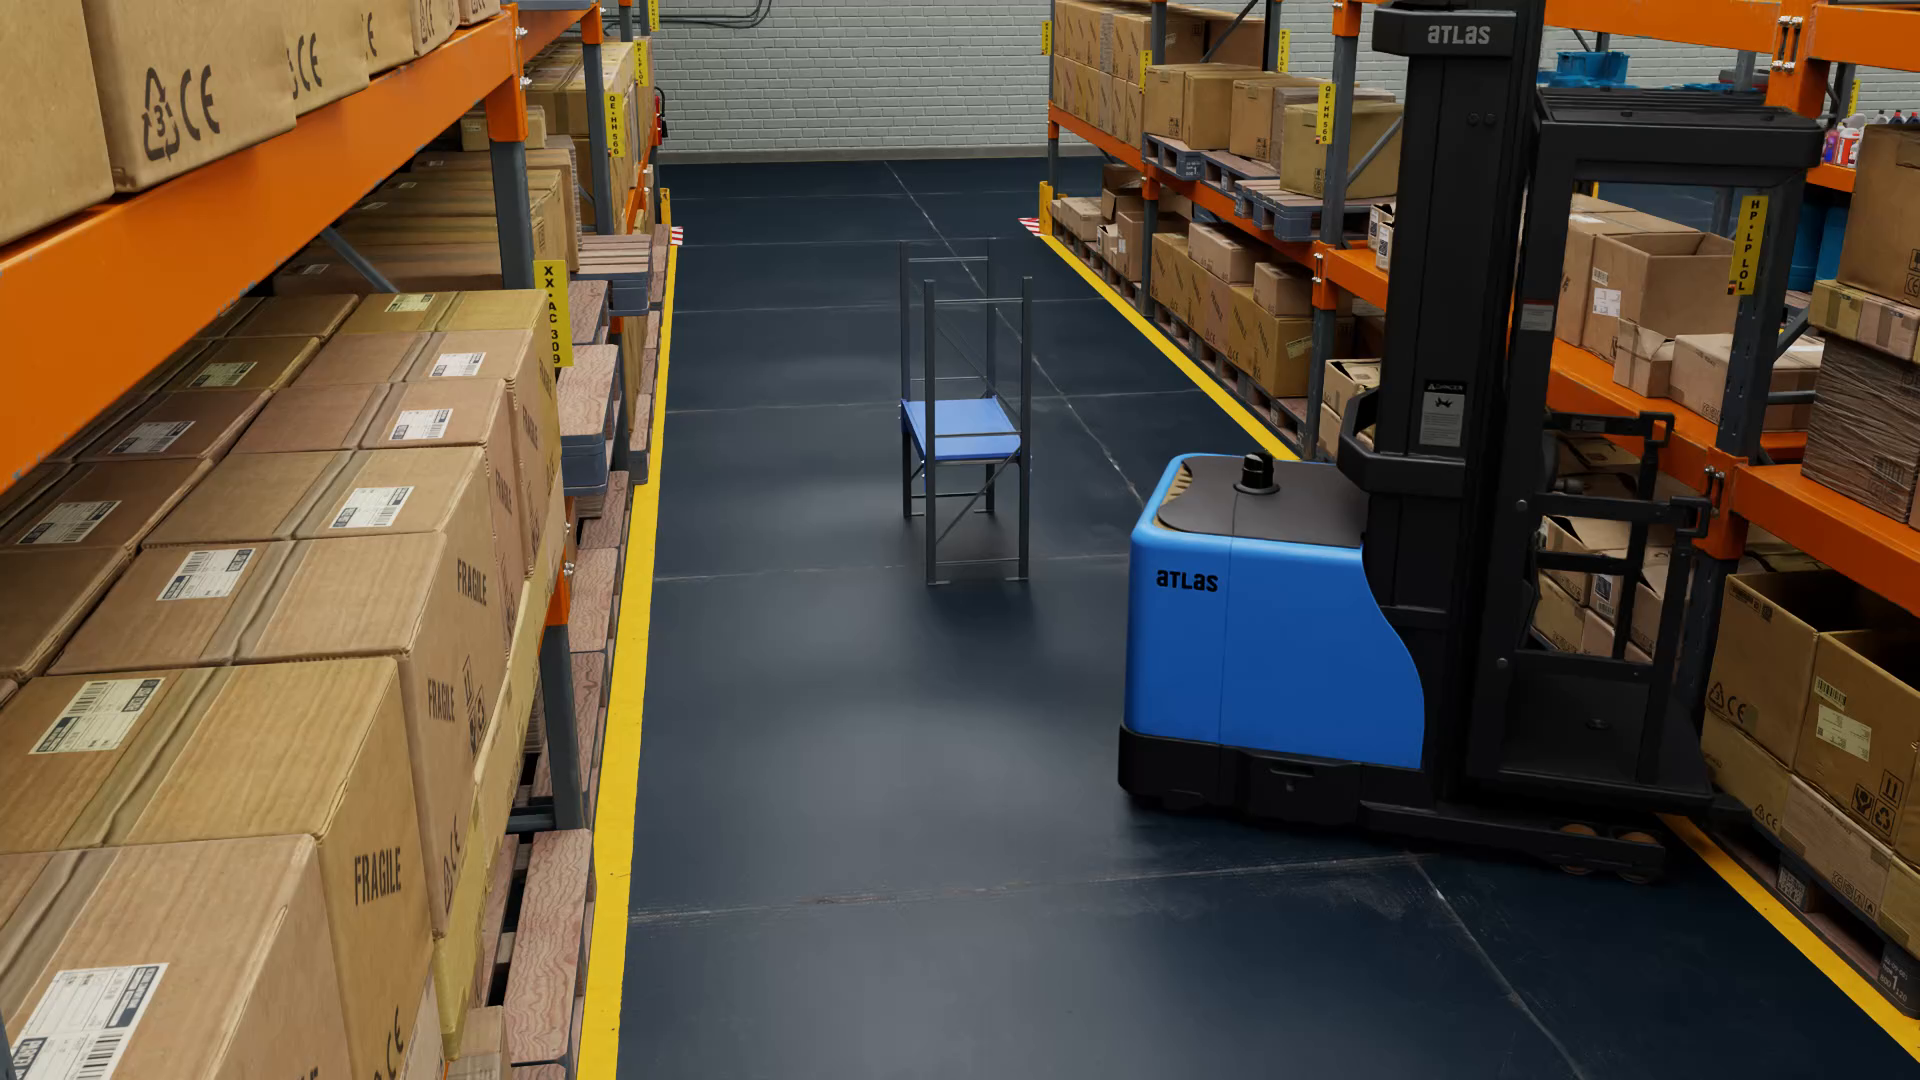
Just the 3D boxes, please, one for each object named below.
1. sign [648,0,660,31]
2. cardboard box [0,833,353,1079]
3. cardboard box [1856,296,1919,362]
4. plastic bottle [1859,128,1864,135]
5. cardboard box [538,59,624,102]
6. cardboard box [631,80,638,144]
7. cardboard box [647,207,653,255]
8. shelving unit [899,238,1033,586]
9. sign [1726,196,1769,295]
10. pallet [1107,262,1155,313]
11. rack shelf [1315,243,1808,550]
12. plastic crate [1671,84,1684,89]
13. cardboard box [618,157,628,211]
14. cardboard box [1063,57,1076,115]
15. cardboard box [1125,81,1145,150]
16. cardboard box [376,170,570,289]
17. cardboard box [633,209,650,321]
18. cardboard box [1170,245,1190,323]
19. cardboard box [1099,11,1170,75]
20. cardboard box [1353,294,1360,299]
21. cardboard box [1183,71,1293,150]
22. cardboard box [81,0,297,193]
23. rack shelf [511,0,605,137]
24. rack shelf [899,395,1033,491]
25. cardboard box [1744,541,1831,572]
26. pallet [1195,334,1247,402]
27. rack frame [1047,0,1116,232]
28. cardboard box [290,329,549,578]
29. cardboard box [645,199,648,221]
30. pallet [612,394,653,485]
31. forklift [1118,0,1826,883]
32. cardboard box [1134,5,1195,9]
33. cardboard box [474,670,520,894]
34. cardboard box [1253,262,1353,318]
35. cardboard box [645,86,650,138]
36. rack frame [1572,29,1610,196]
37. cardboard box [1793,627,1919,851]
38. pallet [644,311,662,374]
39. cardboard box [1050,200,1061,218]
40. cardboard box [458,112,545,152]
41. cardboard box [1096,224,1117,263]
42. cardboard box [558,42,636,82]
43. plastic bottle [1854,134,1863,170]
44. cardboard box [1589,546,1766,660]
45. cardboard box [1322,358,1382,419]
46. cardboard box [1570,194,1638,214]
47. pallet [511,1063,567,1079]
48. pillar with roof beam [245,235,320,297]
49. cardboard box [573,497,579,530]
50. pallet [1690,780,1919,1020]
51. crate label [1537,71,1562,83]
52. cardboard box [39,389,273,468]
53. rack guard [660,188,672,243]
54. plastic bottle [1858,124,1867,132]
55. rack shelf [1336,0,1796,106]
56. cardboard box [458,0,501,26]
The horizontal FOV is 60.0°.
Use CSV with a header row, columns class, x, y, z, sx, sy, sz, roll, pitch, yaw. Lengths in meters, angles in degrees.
class,x,y,z,sx,sy,sz,roll,pitch,yaw
sign,-2.955,-5.075,16.024,0.100,0.325,0.005,-3,21,-8
cardboard box,-0.959,0.669,1.751,0.500,0.500,0.500,-3,21,-8
cardboard box,3.021,-0.657,5.118,0.380,0.149,0.250,-3,21,-7
plastic bottle,6.860,-2.964,12.541,0.152,0.276,0.135,-3,21,-8
cardboard box,-2.385,-2.882,10.477,0.500,0.250,0.500,-3,21,-9
cardboard box,-2.602,-3.063,12.033,0.500,0.500,0.500,-3,21,-9
cardboard box,-3.065,-2.656,14.513,0.700,0.500,0.500,-2,21,-6
shelving unit,0.012,-0.673,8.375,0.538,1.500,1.048,-3,21,-8
sign,2.602,-0.970,5.485,0.100,0.325,0.005,-3,21,-8
pallet,1.886,-2.197,14.297,1.003,0.211,1.213,-3,21,-8
rack shelf,2.849,-0.851,7.736,1.077,0.370,4.000,-3,21,-8
plastic crate,6.848,-4.025,15.289,0.437,0.282,0.530,-3,21,-8
cardboard box,-2.224,-2.188,9.691,0.500,0.500,0.500,-2,21,-6
cardboard box,1.290,-4.352,15.939,0.500,0.500,0.500,-3,21,-8
cardboard box,1.658,-3.473,13.584,0.500,0.500,0.500,-3,21,-7
cardboard box,-2.062,-1.290,7.111,0.700,0.500,0.500,-3,21,-8
cardboard box,-2.695,-1.986,12.218,0.750,0.750,0.750,-3,21,-7
cardboard box,1.900,-1.937,12.559,0.500,0.500,0.500,-3,21,-7
cardboard box,1.506,-4.295,14.356,0.500,0.500,0.500,-3,21,-7
cardboard box,2.629,-1.443,11.236,0.500,0.500,0.500,-3,21,-8
cardboard box,1.993,-3.099,11.983,0.700,0.500,0.500,0,20,1
cardboard box,-1.031,-0.637,1.677,0.500,0.500,0.500,-2,21,-4
rack shelf,-2.053,-2.005,6.539,1.077,0.370,4.000,-3,21,-8
rack shelf,0.012,-0.505,8.438,0.538,0.185,1.000,-3,21,-8
cardboard box,3.324,0.177,6.483,0.500,0.311,0.500,-3,21,-8
pallet,2.318,-1.256,11.778,1.003,0.211,1.213,-3,21,-8
rack frame,1.407,-4.651,16.881,1.000,3.000,0.127,-3,21,-8
cardboard box,-1.313,-0.214,4.117,0.500,0.500,0.500,-3,21,-8
cardboard box,-2.793,-2.736,13.800,0.380,0.149,0.250,-2,21,-6
pallet,-2.380,-0.600,10.021,1.003,0.211,1.213,-3,21,-8
forklift,2.156,-0.422,5.656,3.031,2.935,1.130,6,21,15
cardboard box,1.897,-4.671,15.364,0.500,0.500,0.500,-2,21,-6
cardboard box,-1.171,0.485,3.315,0.500,0.250,0.500,-3,21,-7
cardboard box,2.181,-1.598,10.581,0.500,0.250,0.500,-2,21,-6
cardboard box,-3.194,-3.848,14.303,0.980,0.700,0.700,-4,21,-10
rack frame,6.309,-4.899,17.546,1.000,3.000,0.127,-3,21,-8
cardboard box,2.974,0.593,5.098,0.500,0.500,0.500,-3,21,-8
pallet,-2.732,-1.445,12.283,1.003,0.211,1.213,-3,21,-8
cardboard box,1.128,-3.359,16.868,0.380,0.149,0.250,-3,21,-8
cardboard box,-2.200,-1.958,7.972,0.380,0.149,0.250,-6,21,-17
cardboard box,1.513,-2.655,14.751,0.500,0.311,0.500,-3,21,-8
cardboard box,-2.597,-3.413,11.897,0.500,0.250,0.500,-2,21,-6
plastic bottle,6.743,-2.876,12.306,0.152,0.276,0.135,-3,21,-8
cardboard box,2.795,0.207,6.403,0.500,0.311,0.500,-3,21,-8
cardboard box,2.345,-0.856,9.249,0.500,0.311,0.500,-2,21,-6
cardboard box,2.819,-1.347,7.894,0.500,0.500,0.500,-4,21,-11
pallet,-1.453,1.716,3.821,1.003,0.211,1.213,-3,21,-8
pillar with roof beam,1.251,-4.163,7.002,9.100,9.000,0.400,-3,21,-8
cardboard box,-2.226,-0.234,7.999,0.700,0.500,0.500,-3,21,-8
pallet,3.210,1.088,5.501,1.003,0.211,1.213,-3,21,-8
crate label,6.019,-4.747,17.291,0.416,0.233,0.303,-3,21,-8
cardboard box,-1.766,-0.010,3.569,0.500,0.500,0.500,-2,21,-6
rack guard,-3.498,-3.237,16.668,1.175,0.500,0.348,-3,21,-8
plastic bottle,7.307,-3.262,13.447,0.097,0.201,0.097,0,20,0
rack shelf,2.849,-2.256,7.211,1.077,0.370,4.000,-3,21,-8
cardboard box,-1.447,-1.543,4.101,0.500,0.500,0.500,-2,21,-6
